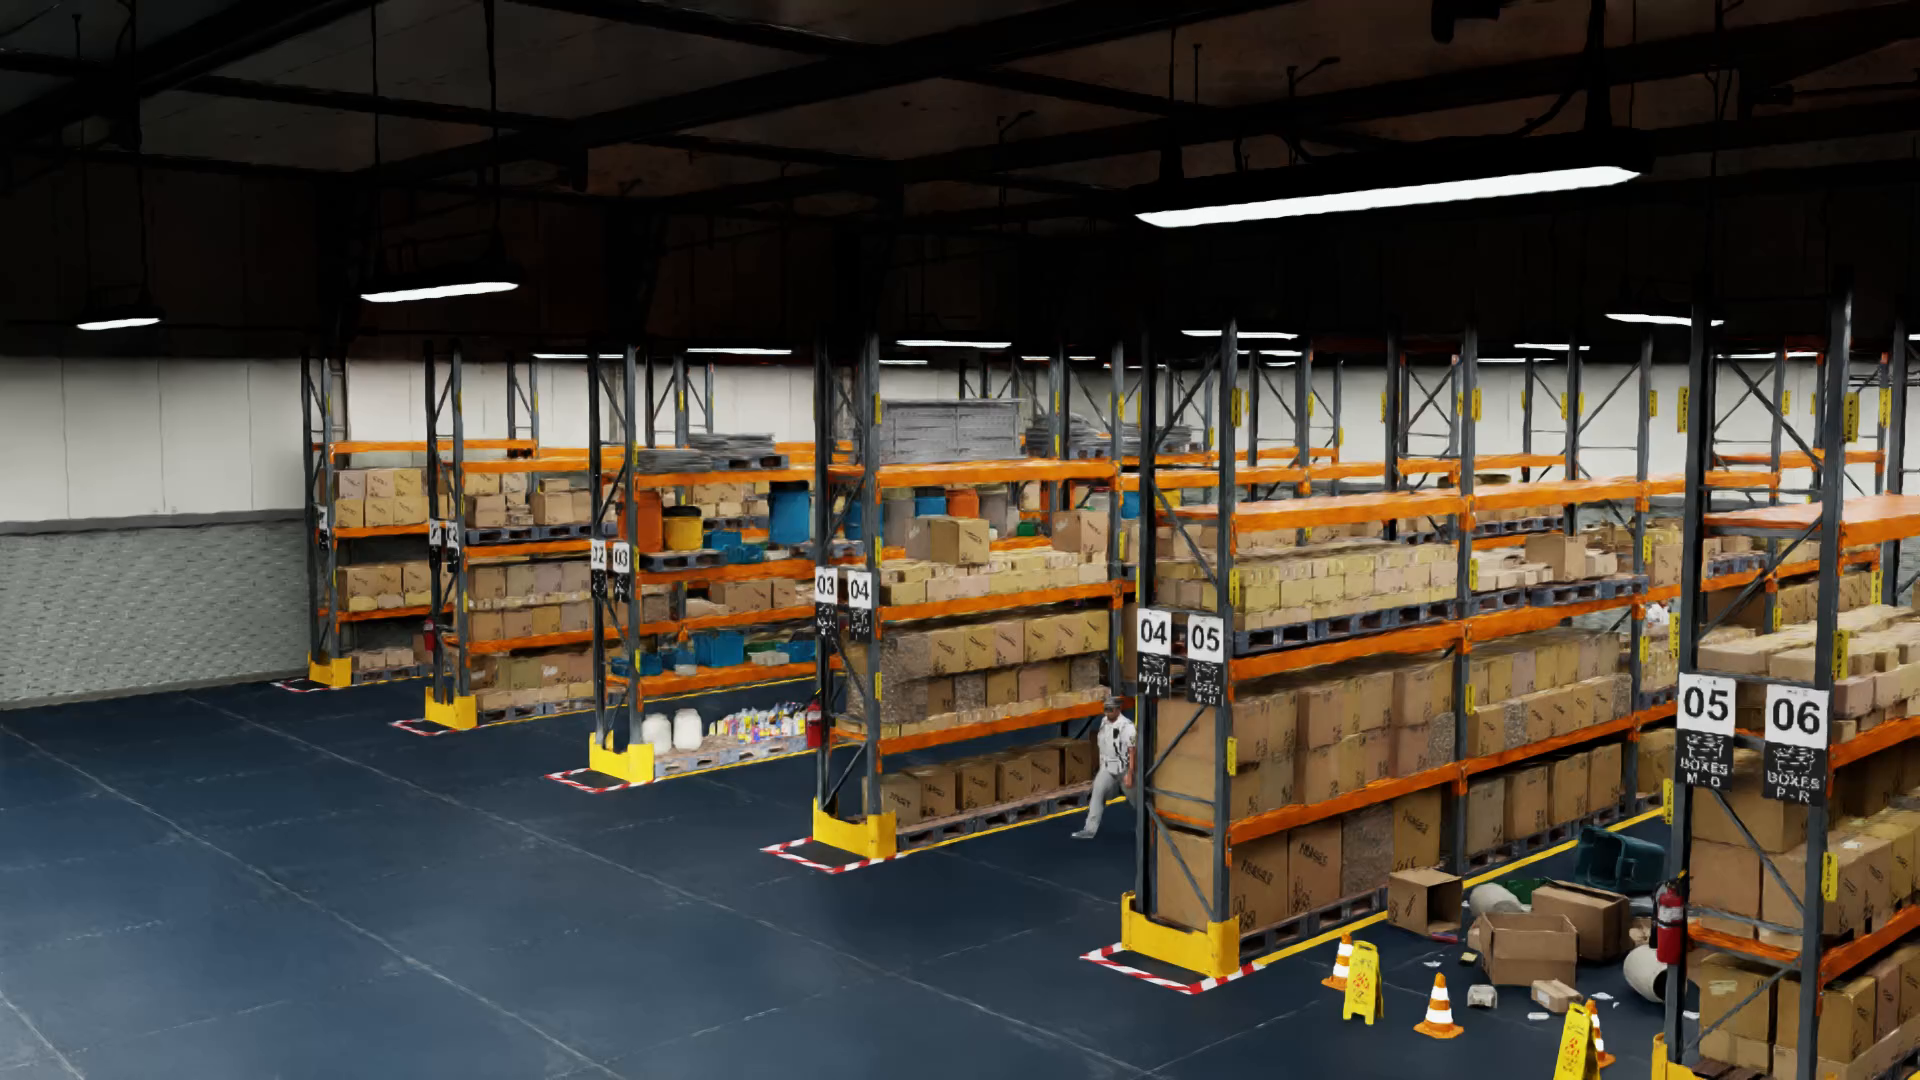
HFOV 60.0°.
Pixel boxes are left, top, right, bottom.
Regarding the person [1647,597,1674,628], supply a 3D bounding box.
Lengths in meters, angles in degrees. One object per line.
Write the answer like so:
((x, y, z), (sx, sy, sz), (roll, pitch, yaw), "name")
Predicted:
((12.398, 1.737, 29.483), (0.618, 1.667, 0.458), (-2, 5, -20), "person")

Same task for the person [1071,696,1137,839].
((1.809, 2.619, 19.254), (0.540, 1.676, 1.130), (5, 7, 45), "person")
